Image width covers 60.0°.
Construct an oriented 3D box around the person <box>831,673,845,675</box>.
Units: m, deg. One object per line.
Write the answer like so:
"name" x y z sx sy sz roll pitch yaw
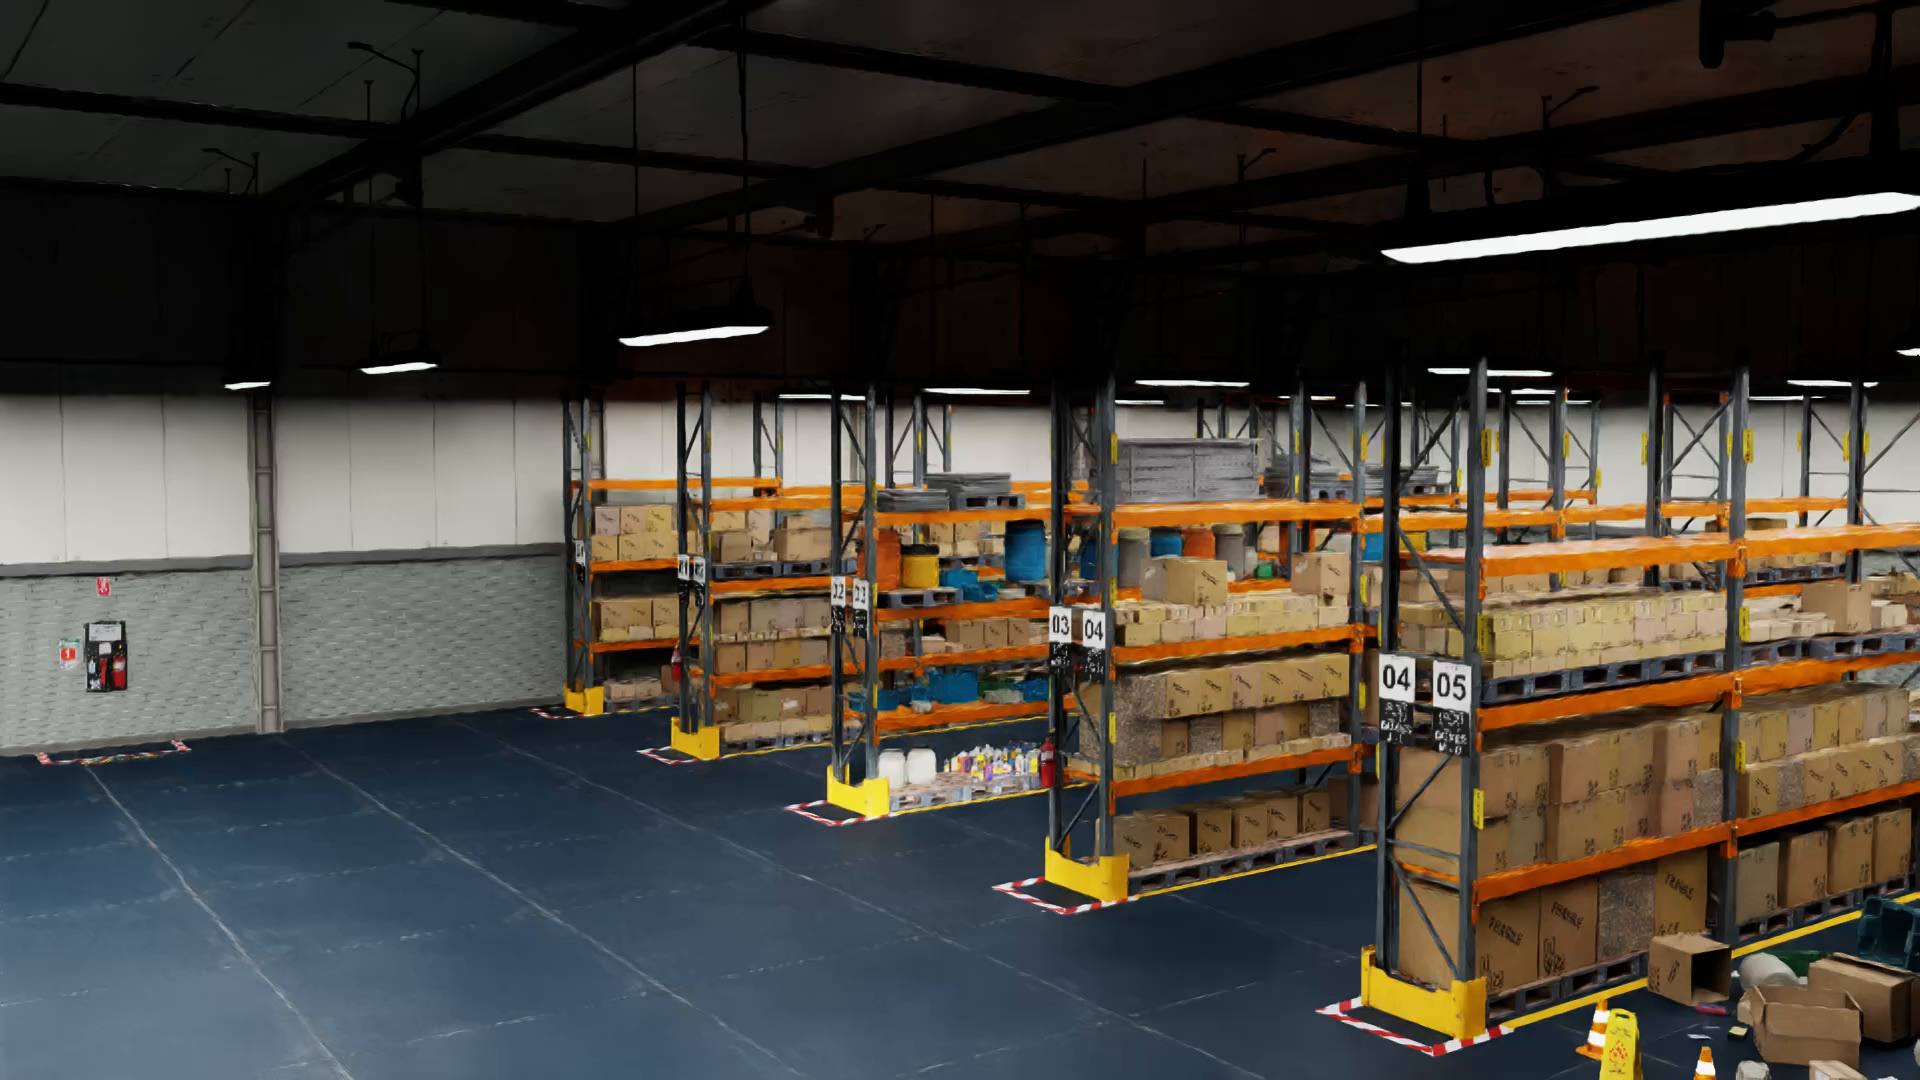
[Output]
"person" -2.477 2.253 32.289 1.126 1.645 0.542 -2 4 -32
